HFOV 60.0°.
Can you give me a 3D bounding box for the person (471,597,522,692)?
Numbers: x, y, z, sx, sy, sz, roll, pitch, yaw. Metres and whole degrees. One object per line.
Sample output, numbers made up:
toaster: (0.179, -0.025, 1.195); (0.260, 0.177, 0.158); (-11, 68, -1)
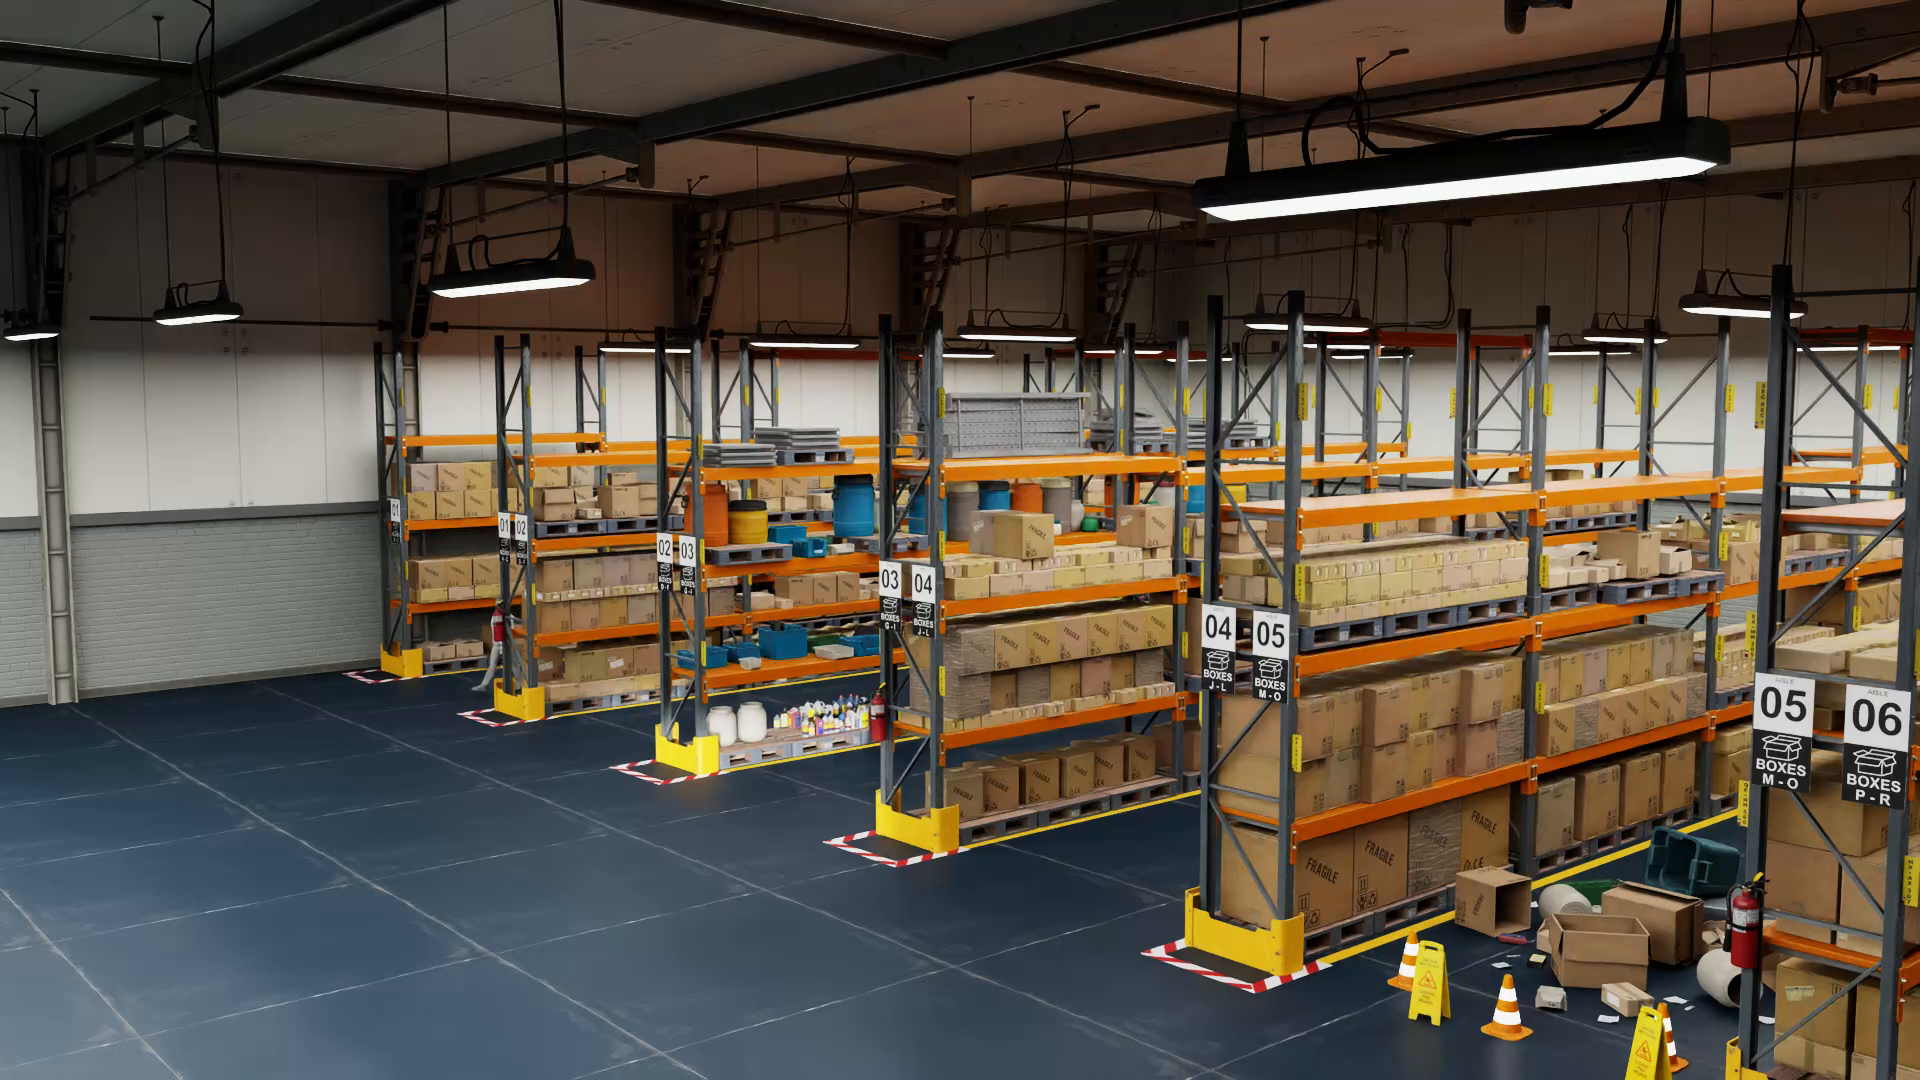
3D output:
person: (-7.771, 1.773, 28.088); (0.518, 1.624, 1.036); (2, 6, 19)
